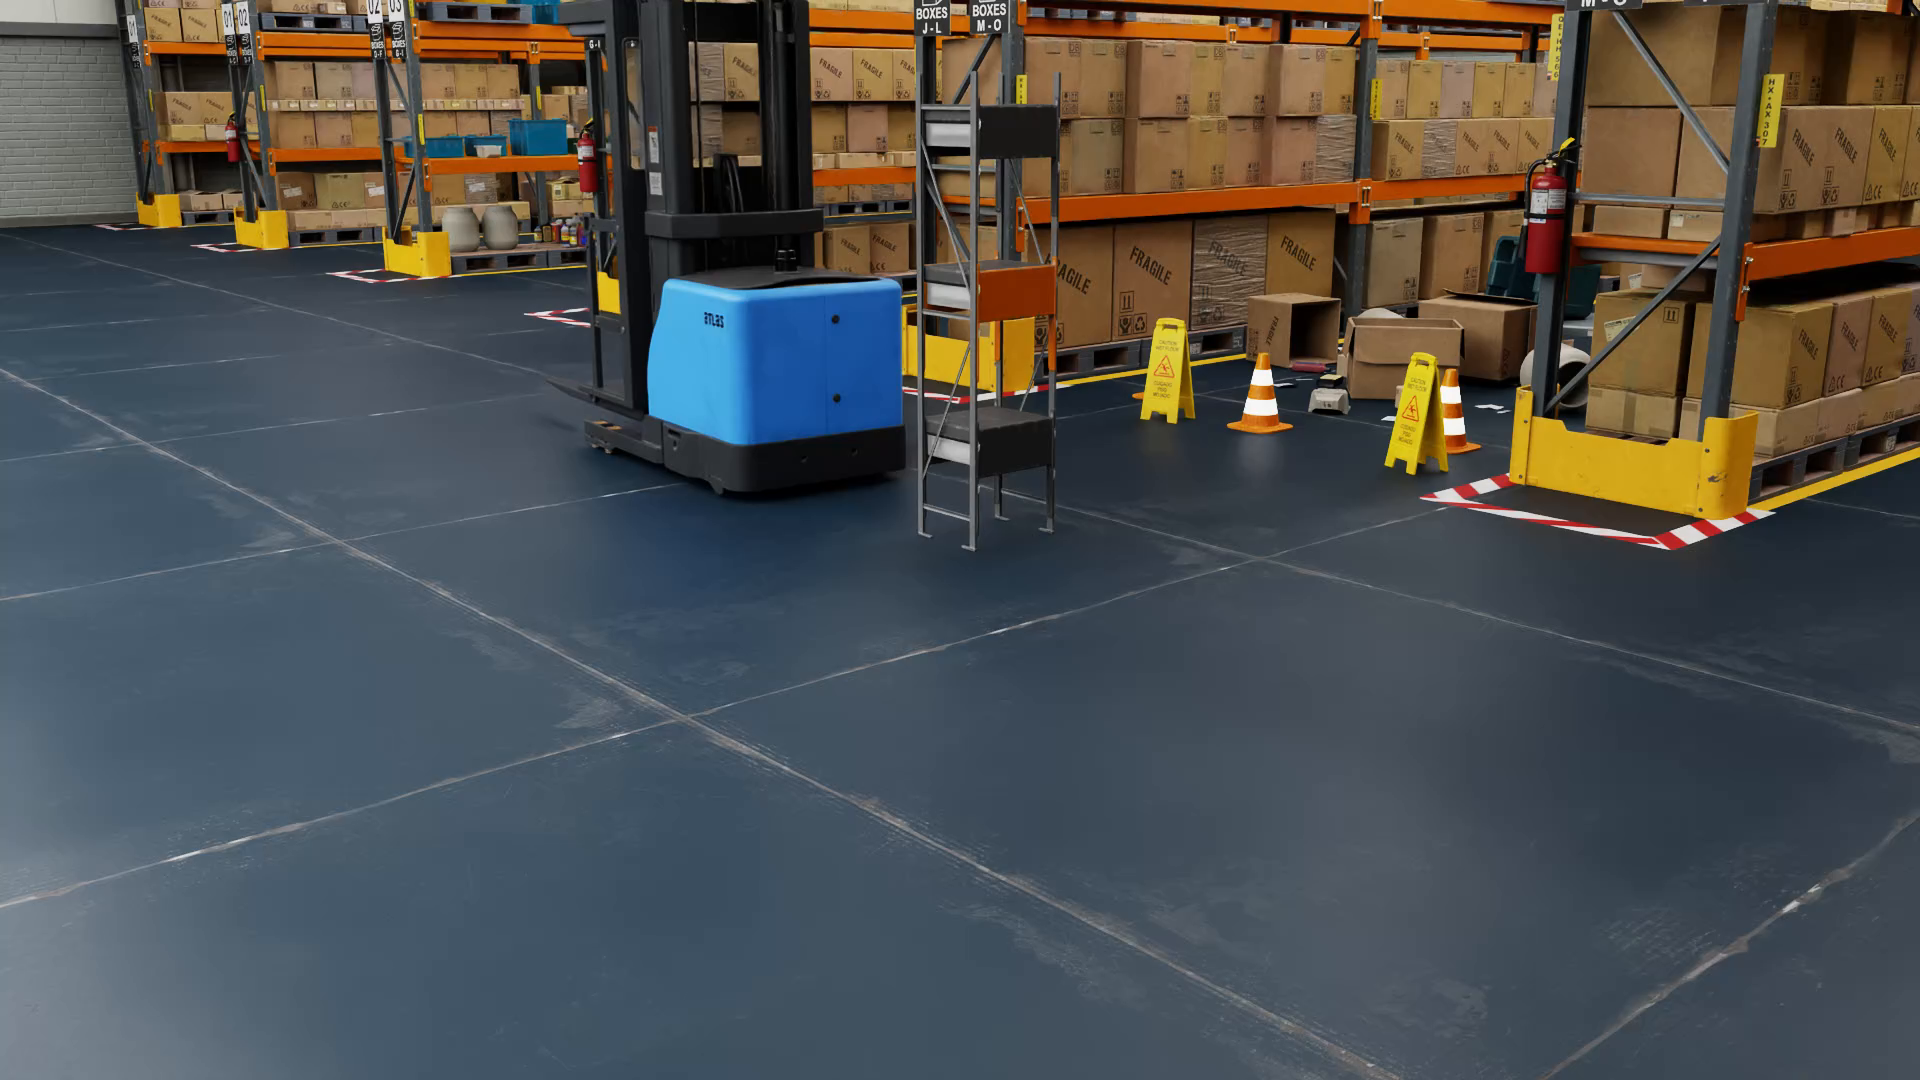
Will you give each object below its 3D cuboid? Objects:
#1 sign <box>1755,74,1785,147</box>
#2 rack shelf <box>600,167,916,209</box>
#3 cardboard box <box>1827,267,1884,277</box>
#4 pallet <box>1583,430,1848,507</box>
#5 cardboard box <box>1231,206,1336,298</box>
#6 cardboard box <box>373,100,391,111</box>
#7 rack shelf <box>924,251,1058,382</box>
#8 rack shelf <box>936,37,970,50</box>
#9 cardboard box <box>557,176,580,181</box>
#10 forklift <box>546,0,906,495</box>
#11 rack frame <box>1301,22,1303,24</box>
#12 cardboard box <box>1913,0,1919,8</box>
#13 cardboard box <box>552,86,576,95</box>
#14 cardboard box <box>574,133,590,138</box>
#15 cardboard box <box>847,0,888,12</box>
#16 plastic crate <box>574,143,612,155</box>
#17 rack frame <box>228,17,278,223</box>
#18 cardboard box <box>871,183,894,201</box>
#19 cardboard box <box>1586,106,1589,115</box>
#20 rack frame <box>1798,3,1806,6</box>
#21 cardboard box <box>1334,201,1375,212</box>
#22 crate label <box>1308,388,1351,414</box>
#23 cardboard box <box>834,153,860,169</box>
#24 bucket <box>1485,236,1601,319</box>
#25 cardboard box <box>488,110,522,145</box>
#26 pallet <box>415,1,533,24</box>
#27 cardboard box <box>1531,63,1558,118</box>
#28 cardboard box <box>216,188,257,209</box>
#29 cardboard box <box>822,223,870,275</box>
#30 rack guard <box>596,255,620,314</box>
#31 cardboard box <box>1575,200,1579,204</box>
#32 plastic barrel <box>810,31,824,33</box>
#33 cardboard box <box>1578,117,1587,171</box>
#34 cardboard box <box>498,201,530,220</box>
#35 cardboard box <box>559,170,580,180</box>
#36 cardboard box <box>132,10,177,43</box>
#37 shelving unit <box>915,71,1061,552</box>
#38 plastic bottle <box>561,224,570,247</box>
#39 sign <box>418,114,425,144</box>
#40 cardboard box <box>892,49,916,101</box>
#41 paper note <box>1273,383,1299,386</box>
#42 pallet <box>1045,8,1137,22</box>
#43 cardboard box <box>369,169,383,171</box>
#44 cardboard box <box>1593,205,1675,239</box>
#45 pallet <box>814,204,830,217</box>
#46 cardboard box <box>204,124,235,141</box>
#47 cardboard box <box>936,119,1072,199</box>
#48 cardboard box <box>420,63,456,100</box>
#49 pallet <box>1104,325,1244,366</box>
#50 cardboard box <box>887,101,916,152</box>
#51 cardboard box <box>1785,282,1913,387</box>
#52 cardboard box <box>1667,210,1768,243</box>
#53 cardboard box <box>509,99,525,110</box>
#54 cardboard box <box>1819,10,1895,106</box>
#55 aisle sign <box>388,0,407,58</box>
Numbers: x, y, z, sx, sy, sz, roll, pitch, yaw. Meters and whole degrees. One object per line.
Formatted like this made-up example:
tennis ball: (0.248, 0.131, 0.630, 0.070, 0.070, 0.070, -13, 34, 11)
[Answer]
sign: (3.736, -1.982, 7.679, 0.005, 0.325, 0.100, -13, 19, -39)
rack shelf: (-1.617, -3.589, 16.770, 4.000, 0.370, 1.077, -13, 19, -39)
cardboard box: (5.379, -1.443, 10.401, 0.500, 0.500, 0.500, -12, 19, -37)
pallet: (4.073, -0.465, 9.083, 1.213, 0.211, 1.003, -13, 19, -39)
cardboard box: (2.551, -2.377, 14.138, 0.875, 0.875, 0.875, -12, 19, -39)
cardboard box: (-8.218, -6.132, 23.444, 0.250, 0.149, 0.380, -13, 20, -40)
rack shelf: (0.125, -1.029, 7.588, 0.480, 0.518, 0.431, -13, 19, -39)
rack shelf: (1.167, -7.358, 25.066, 4.000, 0.370, 1.077, -13, 19, -39)
cardboard box: (-6.102, -5.564, 26.196, 0.500, 0.311, 0.500, -12, 19, -38)
forklift: (-1.546, -1.973, 9.457, 1.130, 2.935, 3.031, -10, 18, -34)
rack frame: (5.693, -10.171, 28.391, 0.127, 3.000, 1.000, -13, 19, -39)
cardboard box: (11.559, -6.730, 20.641, 0.500, 0.250, 0.500, -13, 20, -41)
cardboard box: (-7.319, -8.299, 30.703, 0.380, 0.149, 0.250, 12, 19, 38)
cardboard box: (-5.805, -6.194, 25.613, 0.250, 0.149, 0.380, -13, 19, -39)
cardboard box: (-1.062, -5.351, 16.447, 0.500, 0.250, 0.500, -13, 20, -40)
plastic crate: (-4.418, -4.788, 20.375, 0.437, 0.136, 0.530, -13, 19, -39)
rack frame: (-9.626, -5.527, 22.631, 0.127, 3.000, 1.000, -13, 19, -39)
cardboard box: (-1.514, -6.259, 29.360, 0.500, 0.500, 0.500, -12, 19, -39)
cardboard box: (6.568, -4.381, 16.859, 0.250, 0.149, 0.380, -13, 19, -39)
rack frame: (9.107, -4.648, 19.340, 0.127, 3.000, 1.000, -13, 19, -39)
cardboard box: (4.784, -4.544, 22.251, 0.875, 0.875, 1.225, -14, 20, -41)
crate label: (2.425, -0.914, 10.905, 0.250, 0.136, 0.298, 5, 16, 18)
cardboard box: (-1.218, -3.810, 16.686, 0.250, 0.149, 0.380, -13, 19, -39)
bucket: (4.483, -1.974, 12.726, 0.620, 0.611, 0.726, 5, 12, -23)
cardboard box: (-6.939, -6.177, 24.869, 0.500, 0.500, 0.700, -13, 20, -41)
pallet: (-5.688, -6.042, 19.109, 1.213, 0.211, 1.003, -13, 19, -39)
cardboard box: (5.363, -4.342, 16.062, 0.500, 0.500, 0.700, -13, 20, -40)
cardboard box: (-11.869, -5.601, 27.264, 0.500, 0.311, 0.500, -11, 18, -35)
cardboard box: (-1.280, -2.992, 17.169, 0.500, 0.500, 0.500, 14, 20, 42)
rack guard: (-3.068, -2.403, 15.779, 0.348, 0.500, 1.175, -13, 19, -39)
cardboard box: (6.433, -3.495, 17.599, 0.500, 0.250, 0.500, -13, 20, -41)
plastic barrel: (-2.131, -7.281, 22.413, 0.708, 0.901, 0.600, -13, 19, -39)
cardboard box: (5.926, -3.890, 16.309, 0.500, 0.500, 0.500, -13, 19, -39)
cardboard box: (-6.814, -4.958, 25.015, 0.500, 0.250, 0.500, -13, 19, -39)
cardboard box: (-7.354, -6.719, 31.083, 0.500, 0.500, 0.700, -12, 19, -39)
cardboard box: (-12.732, -8.118, 26.285, 0.500, 0.500, 0.500, -11, 18, -35)
shelving unit: (0.125, -1.042, 7.584, 0.503, 2.100, 0.431, -13, 19, -39)
plastic bottle: (-4.804, -3.703, 20.236, 0.097, 0.271, 0.097, 0, 15, 0)
sign: (-6.019, -4.588, 18.579, 0.005, 0.325, 0.100, -13, 19, -39)
cardboard box: (-0.643, -4.736, 16.961, 0.500, 0.500, 0.500, -13, 19, -39)
paper note: (2.320, -1.108, 11.843, 0.142, 0.017, 0.144, -6, 16, -20)
pallet: (1.208, -5.894, 18.556, 1.003, 0.211, 1.213, -13, 19, -39)
cardboard box: (-8.294, -5.170, 24.353, 0.500, 0.500, 0.500, -13, 19, -39)
cardboard box: (3.522, -1.653, 8.611, 0.250, 0.149, 0.380, -12, 19, -38)
pallet: (-3.002, -5.655, 28.510, 1.213, 0.211, 1.003, -13, 19, -39)
cardboard box: (-11.921, -6.540, 26.673, 0.500, 0.250, 0.500, -13, 20, -41)
cardboard box: (0.304, -2.760, 11.978, 0.550, 0.550, 0.875, -13, 19, -39)
cardboard box: (-7.697, -6.633, 24.063, 0.500, 0.500, 0.700, -13, 20, -39)
pallet: (1.526, -1.625, 13.423, 1.213, 0.211, 1.003, -13, 19, -39)
cardboard box: (-0.888, -4.326, 17.362, 0.500, 0.500, 0.875, -13, 19, -39)
cardboard box: (4.963, -1.165, 9.362, 0.500, 0.500, 0.500, -12, 19, -38)
cardboard box: (3.772, -1.565, 8.283, 0.250, 0.149, 0.380, -13, 19, -39)
cardboard box: (-6.673, -6.479, 24.742, 0.250, 0.149, 0.380, -13, 20, -39)
cardboard box: (4.793, -2.721, 9.418, 0.500, 0.500, 0.700, -13, 20, -40)
aisle sign: (-6.239, -5.749, 18.424, 0.004, 0.787, 0.394, -13, 19, -39)
